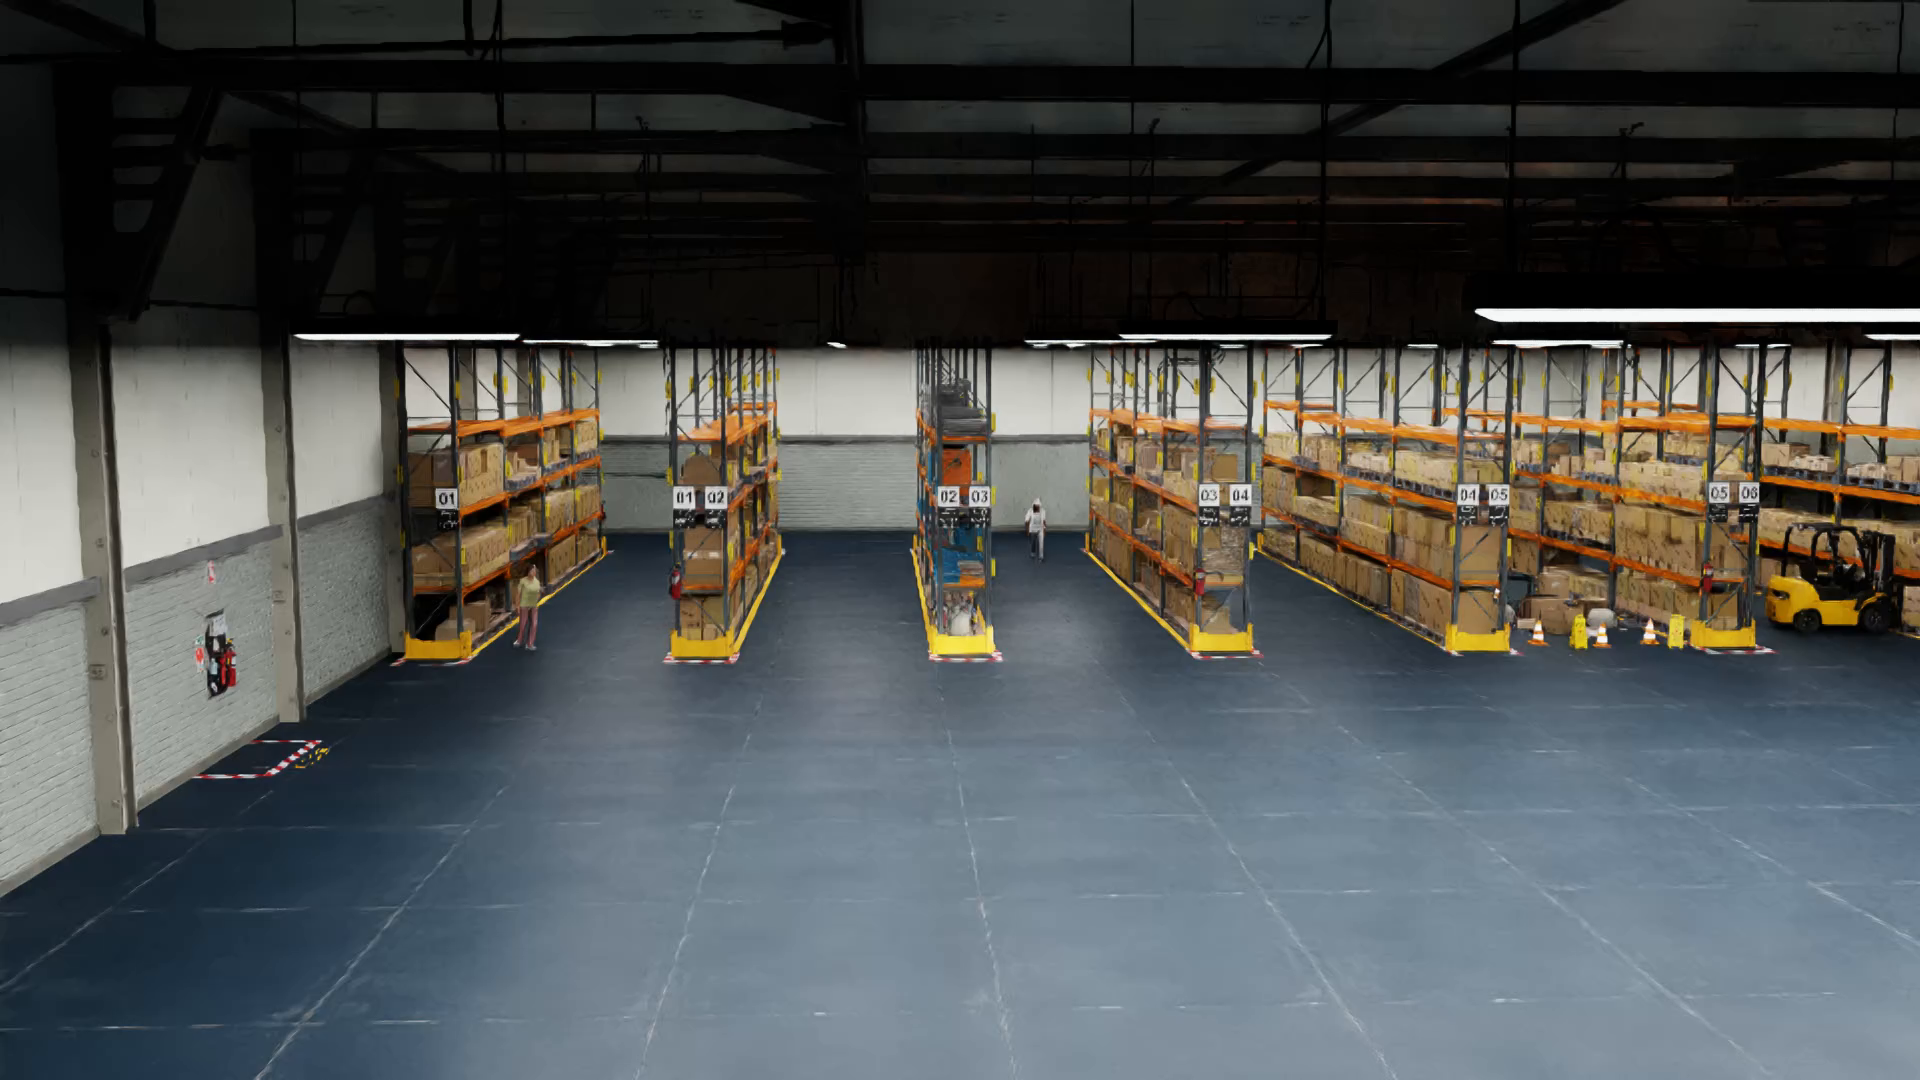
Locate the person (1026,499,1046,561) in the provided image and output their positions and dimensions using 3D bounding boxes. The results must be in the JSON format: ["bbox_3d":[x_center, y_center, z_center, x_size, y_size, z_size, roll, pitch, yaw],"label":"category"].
[{"bbox_3d":[2.083,-0.289,45.466,0.577,1.690,1.121,0,6,-1],"label":"person"}]

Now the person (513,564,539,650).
[{"bbox_3d":[-8.350,1.272,32.009,0.506,1.659,0.534,-5,8,-39],"label":"person"}]

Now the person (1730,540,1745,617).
[{"bbox_3d":[16.738,0.821,35.919,0.465,1.650,0.495,3,7,27],"label":"person"}]
